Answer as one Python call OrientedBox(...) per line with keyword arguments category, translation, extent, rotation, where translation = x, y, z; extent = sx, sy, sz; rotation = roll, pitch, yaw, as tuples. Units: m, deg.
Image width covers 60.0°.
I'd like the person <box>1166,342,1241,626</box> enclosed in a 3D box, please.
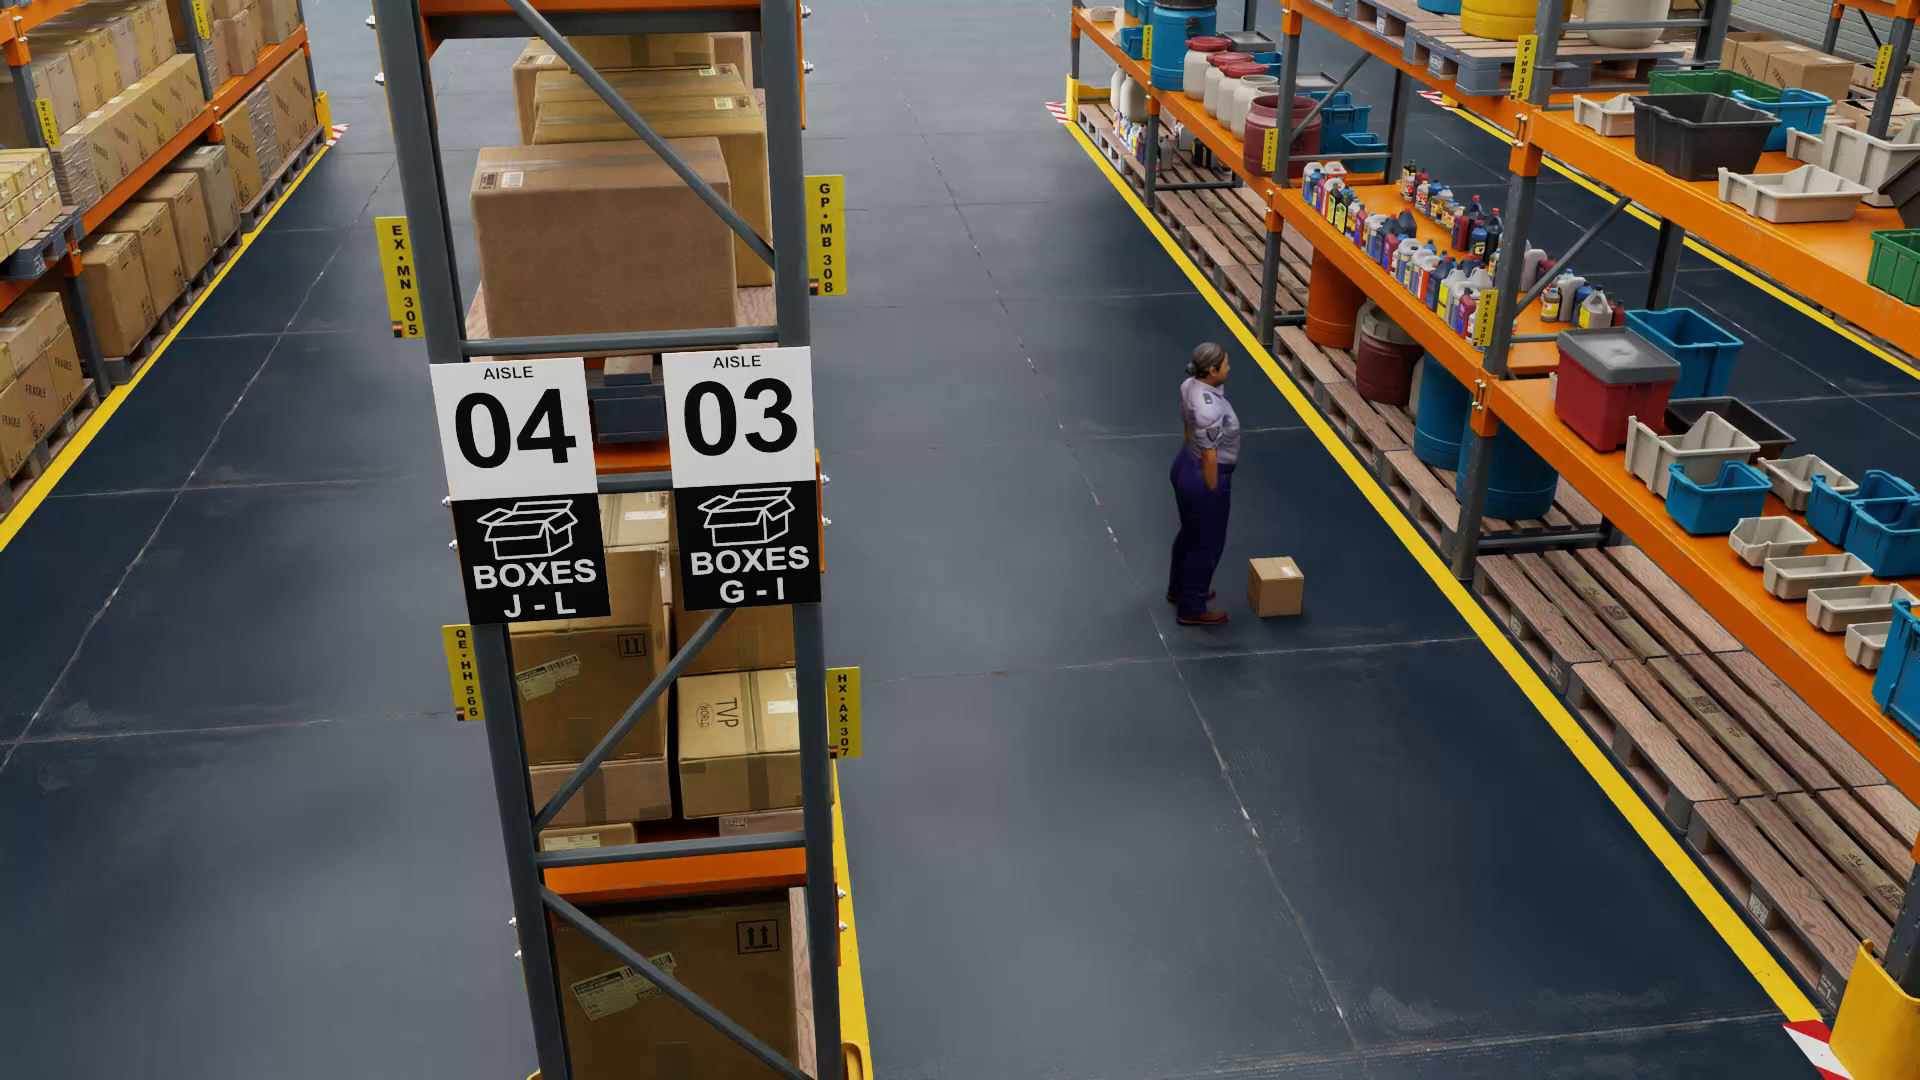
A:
OrientedBox(category="person", translation=(1.357, -0.325, 9.267), extent=(0.343, 1.651, 0.467), rotation=(-3, 27, -5))
